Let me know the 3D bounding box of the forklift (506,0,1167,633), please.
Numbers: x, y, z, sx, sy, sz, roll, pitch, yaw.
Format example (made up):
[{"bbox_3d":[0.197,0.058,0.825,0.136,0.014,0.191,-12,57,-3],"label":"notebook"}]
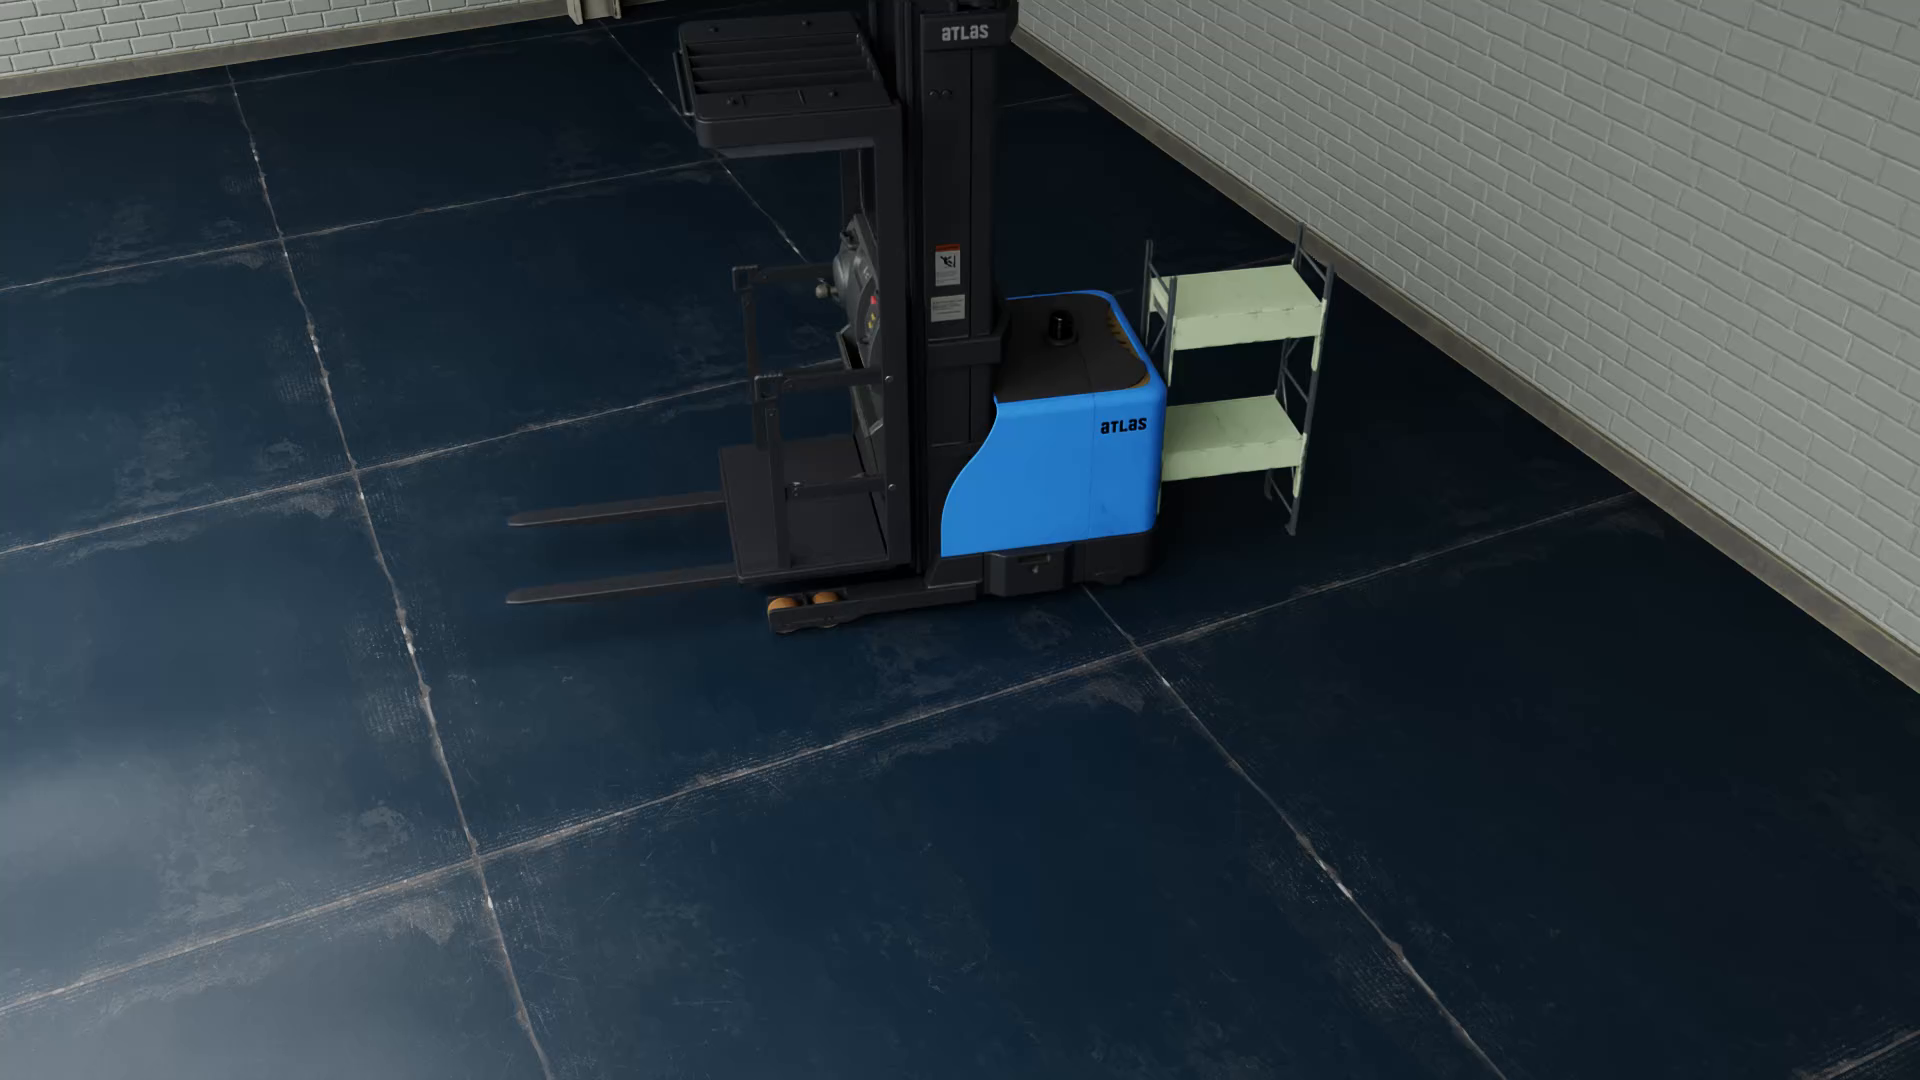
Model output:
[{"bbox_3d":[-0.631,-1.092,7.262,3.031,2.935,1.130,-7,37,-9],"label":"forklift"}]

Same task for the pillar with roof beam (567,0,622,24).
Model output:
[{"bbox_3d":[-1.322,-5.819,8.542,0.400,9.000,9.100,-16,39,-20],"label":"pillar with roof beam"}]

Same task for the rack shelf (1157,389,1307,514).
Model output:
[{"bbox_3d":[1.259,-0.435,8.125,0.720,0.370,0.431,-7,37,-9],"label":"rack shelf"}]

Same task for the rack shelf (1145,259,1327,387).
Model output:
[{"bbox_3d":[1.259,-1.010,7.698,0.720,0.370,0.431,-7,37,-9],"label":"rack shelf"}]

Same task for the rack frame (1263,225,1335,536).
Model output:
[{"bbox_3d":[1.617,-0.741,7.990,0.023,1.500,0.400,-7,37,-9],"label":"rack frame"}]

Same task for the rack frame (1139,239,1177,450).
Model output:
[{"bbox_3d":[0.900,-0.653,7.871,0.023,1.500,0.400,-7,37,-9],"label":"rack frame"}]

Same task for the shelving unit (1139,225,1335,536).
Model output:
[{"bbox_3d":[1.259,-0.697,7.931,0.755,1.500,0.431,-7,37,-9],"label":"shelving unit"}]
